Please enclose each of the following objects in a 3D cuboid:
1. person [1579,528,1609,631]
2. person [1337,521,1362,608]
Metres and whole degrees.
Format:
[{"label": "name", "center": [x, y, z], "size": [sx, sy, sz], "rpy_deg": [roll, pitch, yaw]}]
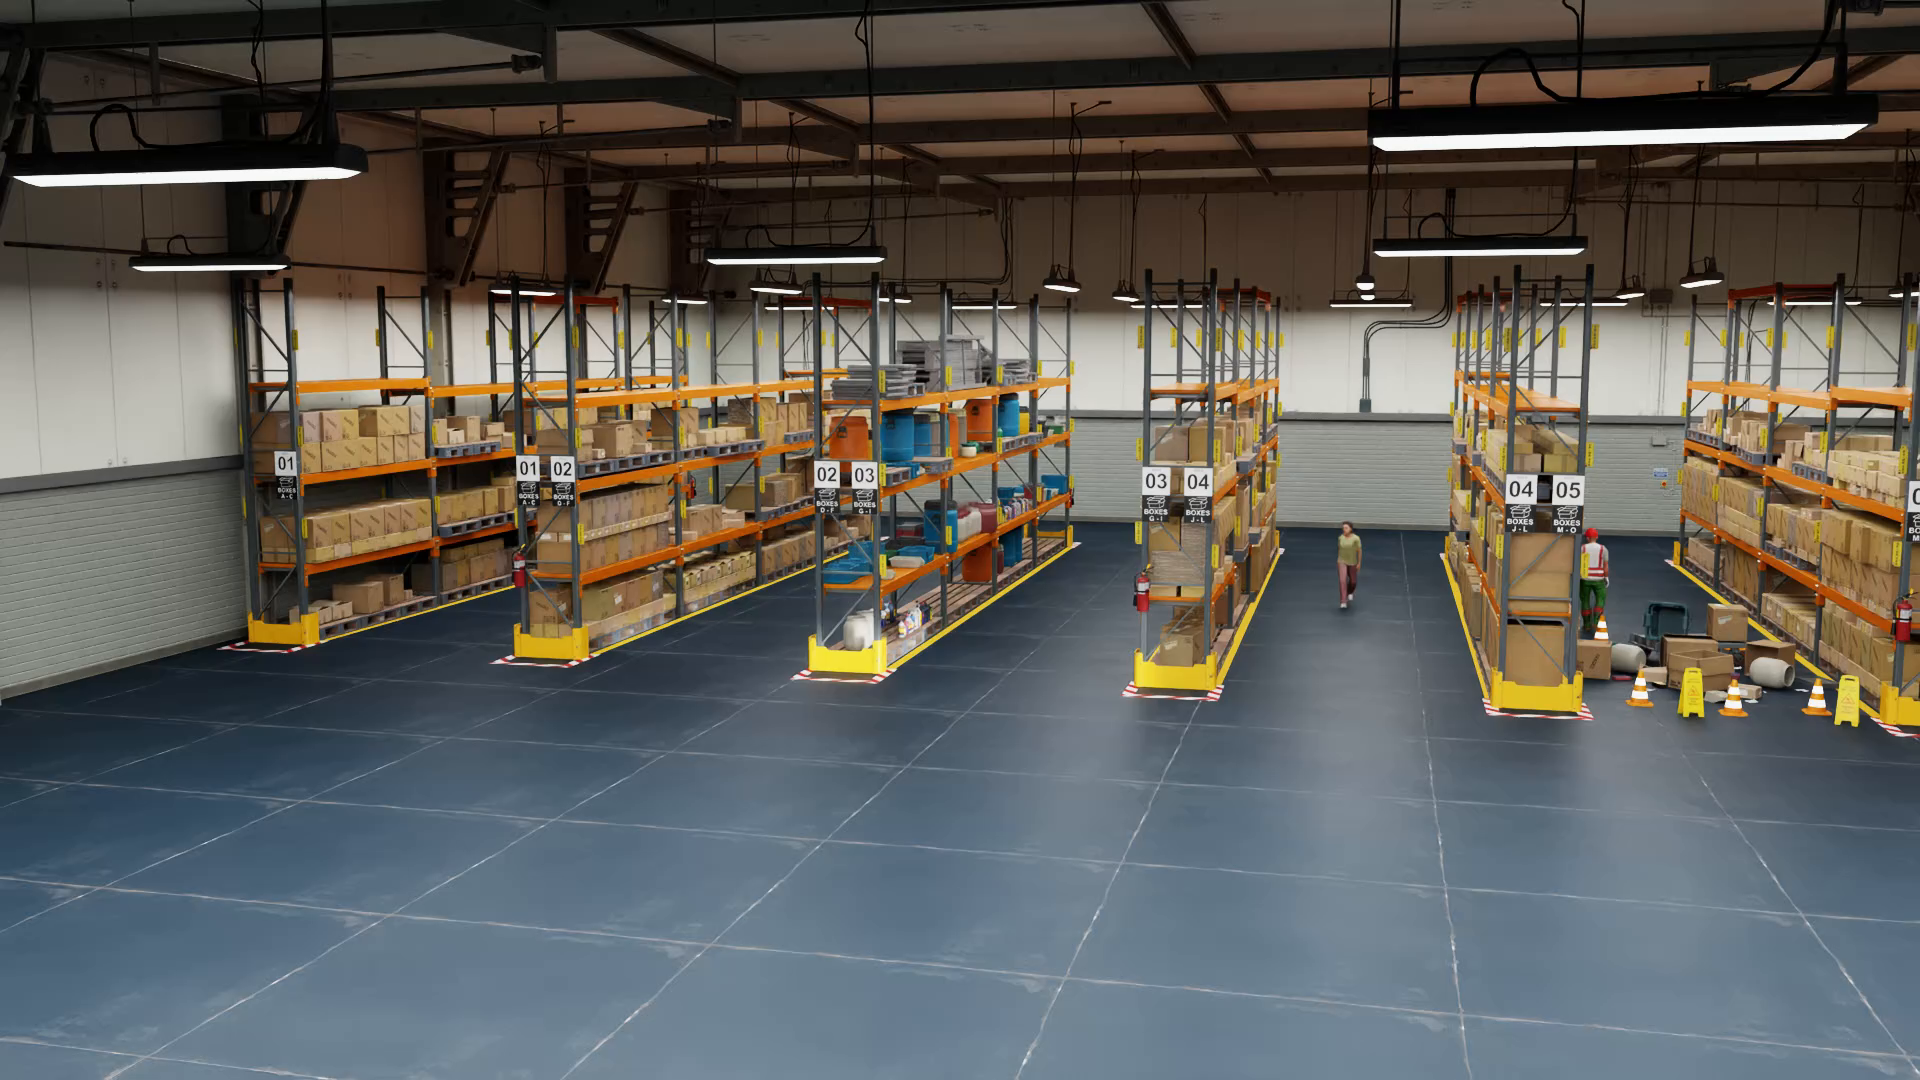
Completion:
[{"label": "person", "center": [10.908, 0.687, 28.702], "size": [0.566, 1.787, 0.553], "rpy_deg": [2, 7, 15]}, {"label": "person", "center": [7.334, 0.433, 31.348], "size": [0.452, 1.625, 0.948], "rpy_deg": [1, 7, 10]}]
